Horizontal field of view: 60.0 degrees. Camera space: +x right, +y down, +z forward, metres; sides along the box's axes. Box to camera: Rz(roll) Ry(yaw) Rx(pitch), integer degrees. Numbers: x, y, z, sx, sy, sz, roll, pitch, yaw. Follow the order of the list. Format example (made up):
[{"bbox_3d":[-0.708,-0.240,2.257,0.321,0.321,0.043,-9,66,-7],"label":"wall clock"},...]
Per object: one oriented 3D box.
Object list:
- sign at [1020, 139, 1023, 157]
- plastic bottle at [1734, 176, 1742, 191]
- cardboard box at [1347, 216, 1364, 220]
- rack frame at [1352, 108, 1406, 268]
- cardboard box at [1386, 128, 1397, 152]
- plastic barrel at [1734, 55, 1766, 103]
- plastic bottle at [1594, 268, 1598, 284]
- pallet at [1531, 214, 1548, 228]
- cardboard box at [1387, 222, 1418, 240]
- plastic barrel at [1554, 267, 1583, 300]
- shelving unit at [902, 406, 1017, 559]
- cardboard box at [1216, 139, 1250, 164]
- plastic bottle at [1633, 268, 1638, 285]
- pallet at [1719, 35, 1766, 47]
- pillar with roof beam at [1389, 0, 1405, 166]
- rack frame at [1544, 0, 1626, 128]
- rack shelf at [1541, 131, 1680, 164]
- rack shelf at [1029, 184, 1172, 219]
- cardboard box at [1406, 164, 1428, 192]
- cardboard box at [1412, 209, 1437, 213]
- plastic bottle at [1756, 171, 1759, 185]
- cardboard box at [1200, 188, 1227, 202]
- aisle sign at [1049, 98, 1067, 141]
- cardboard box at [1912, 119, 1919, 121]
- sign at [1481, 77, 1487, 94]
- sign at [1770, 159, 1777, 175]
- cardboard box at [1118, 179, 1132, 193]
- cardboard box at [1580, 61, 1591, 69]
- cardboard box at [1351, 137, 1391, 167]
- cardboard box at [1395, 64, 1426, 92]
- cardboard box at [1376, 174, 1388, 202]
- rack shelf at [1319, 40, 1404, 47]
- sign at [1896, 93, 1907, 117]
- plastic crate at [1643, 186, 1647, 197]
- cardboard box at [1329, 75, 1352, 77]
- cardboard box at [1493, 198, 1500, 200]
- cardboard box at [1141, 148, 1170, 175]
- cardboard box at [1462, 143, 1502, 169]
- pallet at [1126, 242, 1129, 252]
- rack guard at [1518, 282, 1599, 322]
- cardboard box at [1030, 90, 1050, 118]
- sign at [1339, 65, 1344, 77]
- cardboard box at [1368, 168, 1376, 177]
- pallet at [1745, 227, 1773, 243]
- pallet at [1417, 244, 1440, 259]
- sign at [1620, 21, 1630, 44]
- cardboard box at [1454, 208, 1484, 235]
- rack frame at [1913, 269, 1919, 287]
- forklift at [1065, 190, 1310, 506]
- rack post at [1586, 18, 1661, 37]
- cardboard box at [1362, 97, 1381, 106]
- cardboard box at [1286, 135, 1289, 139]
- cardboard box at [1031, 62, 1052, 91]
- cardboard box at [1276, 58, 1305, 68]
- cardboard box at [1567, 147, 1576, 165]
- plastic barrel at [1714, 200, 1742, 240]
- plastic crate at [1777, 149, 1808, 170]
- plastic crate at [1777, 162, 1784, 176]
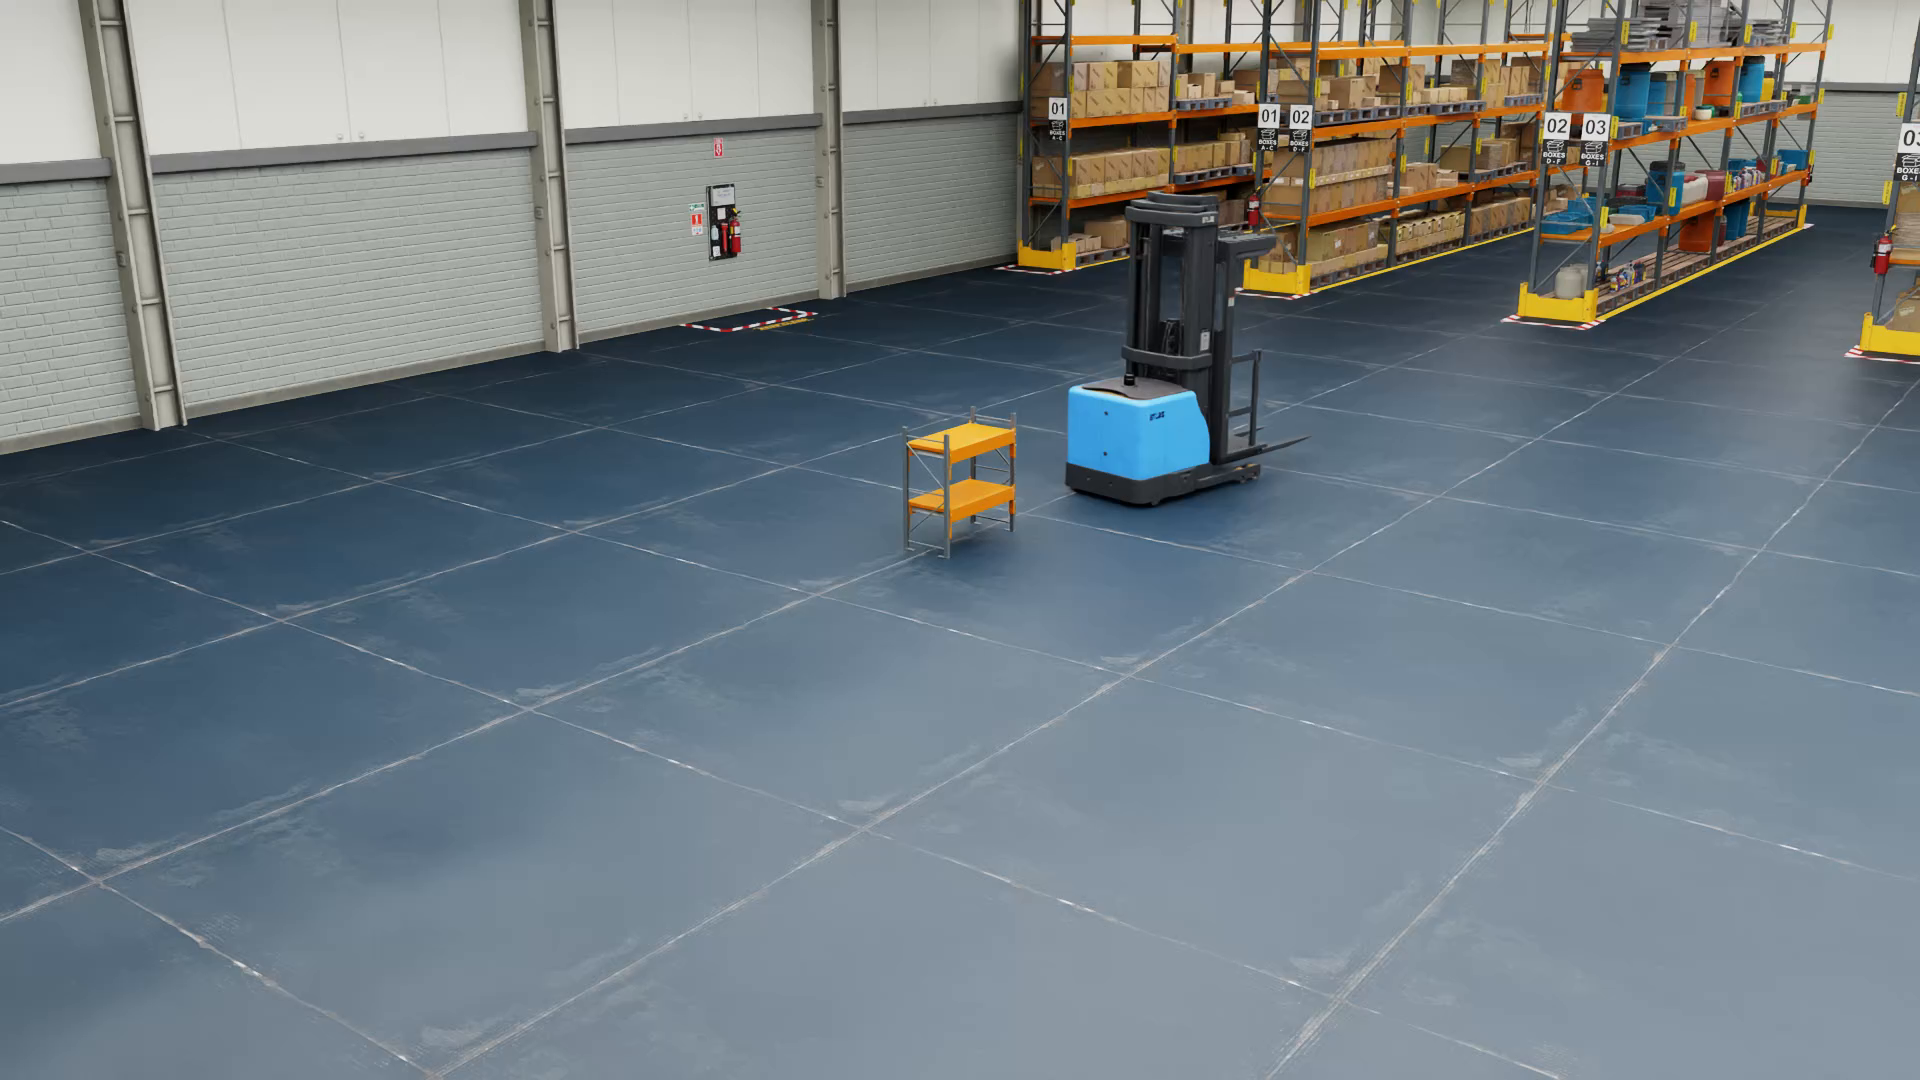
[{"bbox_3d":[1.207,-7.550,32.018,0.100,0.325,0.005,12,21,35],"label":"sign"},{"bbox_3d":[15.708,-7.215,33.634,0.152,0.276,0.135,12,21,35],"label":"plastic bottle"},{"bbox_3d":[7.477,-6.012,32.214,0.500,0.500,0.500,12,21,35],"label":"cardboard box"},{"bbox_3d":[8.005,-6.821,32.158,1.000,3.000,0.127,12,21,35],"label":"rack frame"},{"bbox_3d":[10.878,-10.574,43.736,0.980,0.700,0.700,14,22,37],"label":"cardboard box"},{"bbox_3d":[15.853,-9.289,33.494,0.600,0.901,0.708,12,21,35],"label":"plastic barrel"},{"bbox_3d":[10.934,-4.569,28.756,0.152,0.276,0.135,12,21,35],"label":"plastic bottle"},{"bbox_3d":[13.181,-7.558,39.233,1.003,0.211,1.213,12,21,35],"label":"pallet"},{"bbox_3d":[8.753,-6.149,32.976,0.500,0.311,0.500,12,21,34],"label":"cardboard box"},{"bbox_3d":[9.928,-4.175,27.123,0.421,0.512,0.421,0,17,0],"label":"plastic barrel"},{"bbox_3d":[0.004,-0.539,15.088,0.538,1.125,1.048,12,21,35],"label":"shelving unit"},{"bbox_3d":[6.135,-8.792,37.595,0.700,0.500,0.500,10,20,28],"label":"cardboard box"},{"bbox_3d":[11.650,-4.562,28.720,0.061,0.283,0.133,14,22,38],"label":"plastic bottle"},{"bbox_3d":[14.818,-9.648,32.137,1.213,0.211,1.003,12,21,35],"label":"pallet"},{"bbox_3d":[15.545,-13.454,43.401,9.100,9.000,0.400,12,21,35],"label":"pillar with roof beam"},{"bbox_3d":[9.597,-7.857,25.379,1.000,3.000,0.127,12,21,35],"label":"rack frame"},{"bbox_3d":[10.789,-6.558,27.464,1.077,0.370,4.000,12,21,35],"label":"rack shelf"},{"bbox_3d":[2.832,-6.876,33.546,1.077,0.370,4.000,12,21,35],"label":"rack shelf"},{"bbox_3d":[9.088,-7.294,33.511,0.500,0.500,0.500,12,21,35],"label":"cardboard box"},{"bbox_3d":[9.840,-6.856,35.253,0.500,0.311,0.500,13,22,37],"label":"cardboard box"},{"bbox_3d":[16.671,-7.581,34.800,0.061,0.283,0.133,12,21,35],"label":"plastic bottle"},{"bbox_3d":[5.630,-7.717,37.252,0.500,0.250,0.500,13,21,36],"label":"cardboard box"},{"bbox_3d":[1.839,-7.914,31.294,0.394,0.787,0.004,12,21,35],"label":"aisle sign"},{"bbox_3d":[13.944,-5.979,23.970,0.380,0.149,0.250,13,21,35],"label":"cardboard box"},{"bbox_3d":[10.829,-9.391,34.370,0.100,0.325,0.005,12,21,35],"label":"sign"},{"bbox_3d":[17.188,-7.885,35.116,0.100,0.325,0.005,12,21,35],"label":"sign"},{"bbox_3d":[3.096,-7.107,33.299,0.500,0.250,0.500,13,21,35],"label":"cardboard box"},{"bbox_3d":[14.862,-11.512,40.350,0.700,0.500,0.500,12,21,35],"label":"cardboard box"},{"bbox_3d":[7.745,-7.382,31.606,0.700,0.500,0.500,13,21,35],"label":"cardboard box"},{"bbox_3d":[8.724,-9.020,32.462,0.500,0.500,0.500,15,23,40],"label":"cardboard box"},{"bbox_3d":[7.745,-6.762,31.799,0.700,0.500,0.500,12,21,33],"label":"cardboard box"},{"bbox_3d":[9.982,-12.408,41.920,1.077,0.370,4.000,12,21,35],"label":"rack shelf"},{"bbox_3d":[13.141,-6.075,23.205,0.100,0.325,0.005,12,21,35],"label":"sign"},{"bbox_3d":[12.388,-6.255,30.362,0.392,0.384,0.575,12,21,35],"label":"plastic crate"},{"bbox_3d":[9.414,-11.328,40.990,0.500,0.250,0.500,12,21,35],"label":"cardboard box"},{"bbox_3d":[11.978,-7.542,37.951,0.500,0.500,0.500,13,21,35],"label":"cardboard box"},{"bbox_3d":[3.991,-7.824,34.343,0.500,0.500,0.500,12,21,35],"label":"cardboard box"},{"bbox_3d":[11.371,-8.376,36.288,0.500,0.500,0.700,-15,23,-40],"label":"cardboard box"},{"bbox_3d":[3.652,-6.198,34.852,1.003,0.211,1.213,12,21,35],"label":"pallet"},{"bbox_3d":[9.605,-3.825,26.724,1.175,0.500,0.348,12,21,35],"label":"rack guard"},{"bbox_3d":[1.686,-8.377,31.907,0.500,0.500,0.500,14,22,39],"label":"cardboard box"},{"bbox_3d":[9.232,-11.337,40.240,0.100,0.325,0.005,12,21,35],"label":"sign"},{"bbox_3d":[7.556,-6.892,31.123,0.380,0.149,0.250,12,21,35],"label":"cardboard box"},{"bbox_3d":[17.154,-6.701,36.472,1.003,0.211,1.213,12,21,35],"label":"pallet"},{"bbox_3d":[9.139,-5.964,34.098,1.003,0.211,1.213,12,21,35],"label":"pallet"},{"bbox_3d":[10.036,-7.659,25.093,0.100,0.325,0.005,12,21,35],"label":"sign"},{"bbox_3d":[10.889,-6.848,35.717,0.500,0.500,0.500,14,22,37],"label":"cardboard box"},{"bbox_3d":[15.958,-5.070,26.518,1.000,3.000,0.127,12,21,35],"label":"rack frame"},{"bbox_3d":[2.487,-2.086,17.026,3.031,2.935,1.130,-15,23,-41],"label":"forklift"},{"bbox_3d":[10.726,-8.288,26.894,0.937,0.300,0.954,12,21,34],"label":"rack post"},{"bbox_3d":[7.505,-8.066,30.586,0.380,0.149,0.250,12,21,35],"label":"cardboard box"},{"bbox_3d":[7.499,-9.516,38.868,0.500,0.250,0.500,13,21,35],"label":"cardboard box"},{"bbox_3d":[1.688,-8.859,31.774,0.500,0.500,0.500,14,22,37],"label":"cardboard box"},{"bbox_3d":[7.844,-11.329,39.441,0.500,0.250,0.500,12,21,33],"label":"cardboard box"},{"bbox_3d":[14.498,-9.330,40.069,0.500,0.500,0.500,13,21,35],"label":"cardboard box"},{"bbox_3d":[15.987,-6.754,34.770,0.600,0.901,0.708,12,21,35],"label":"plastic barrel"},{"bbox_3d":[19.081,-8.736,38.163,0.616,0.435,0.499,12,21,35],"label":"plastic crate"},{"bbox_3d":[17.805,-8.154,36.547,0.437,0.282,0.530,12,21,35],"label":"plastic crate"}]
